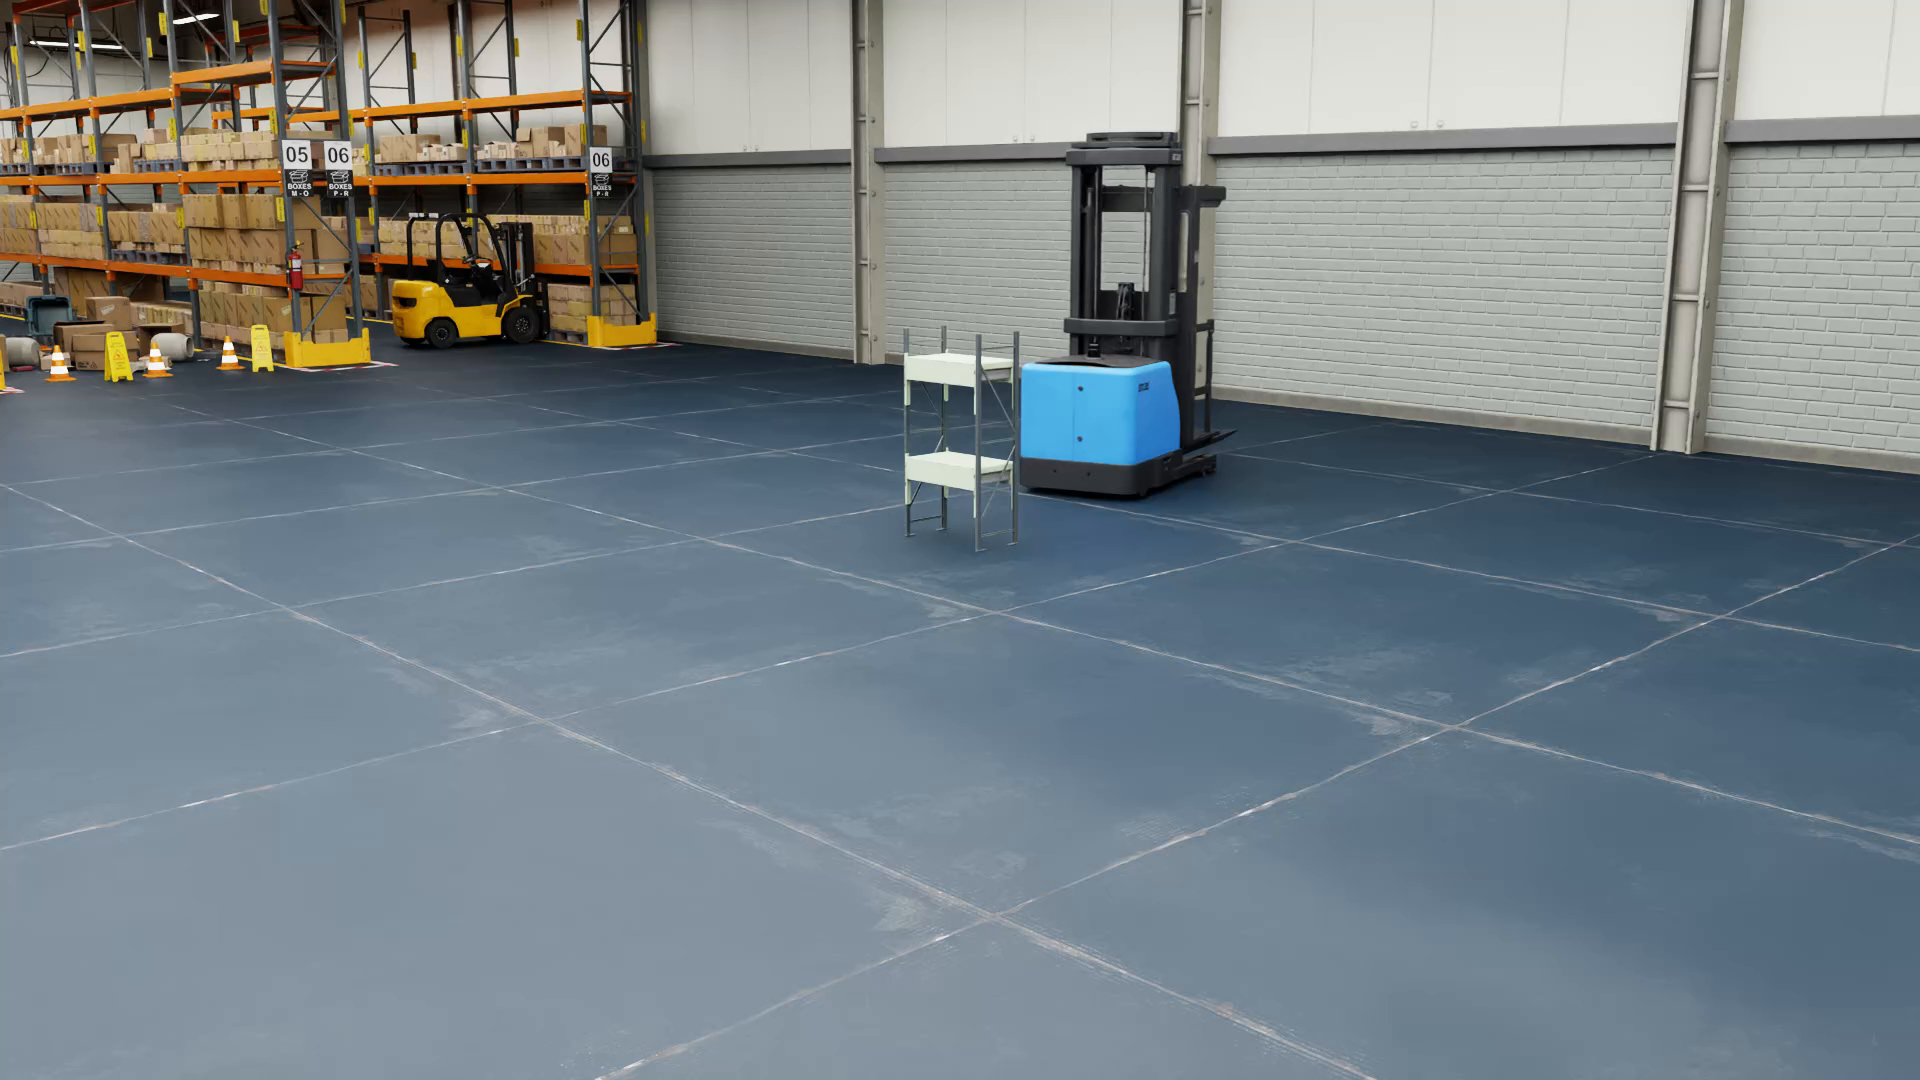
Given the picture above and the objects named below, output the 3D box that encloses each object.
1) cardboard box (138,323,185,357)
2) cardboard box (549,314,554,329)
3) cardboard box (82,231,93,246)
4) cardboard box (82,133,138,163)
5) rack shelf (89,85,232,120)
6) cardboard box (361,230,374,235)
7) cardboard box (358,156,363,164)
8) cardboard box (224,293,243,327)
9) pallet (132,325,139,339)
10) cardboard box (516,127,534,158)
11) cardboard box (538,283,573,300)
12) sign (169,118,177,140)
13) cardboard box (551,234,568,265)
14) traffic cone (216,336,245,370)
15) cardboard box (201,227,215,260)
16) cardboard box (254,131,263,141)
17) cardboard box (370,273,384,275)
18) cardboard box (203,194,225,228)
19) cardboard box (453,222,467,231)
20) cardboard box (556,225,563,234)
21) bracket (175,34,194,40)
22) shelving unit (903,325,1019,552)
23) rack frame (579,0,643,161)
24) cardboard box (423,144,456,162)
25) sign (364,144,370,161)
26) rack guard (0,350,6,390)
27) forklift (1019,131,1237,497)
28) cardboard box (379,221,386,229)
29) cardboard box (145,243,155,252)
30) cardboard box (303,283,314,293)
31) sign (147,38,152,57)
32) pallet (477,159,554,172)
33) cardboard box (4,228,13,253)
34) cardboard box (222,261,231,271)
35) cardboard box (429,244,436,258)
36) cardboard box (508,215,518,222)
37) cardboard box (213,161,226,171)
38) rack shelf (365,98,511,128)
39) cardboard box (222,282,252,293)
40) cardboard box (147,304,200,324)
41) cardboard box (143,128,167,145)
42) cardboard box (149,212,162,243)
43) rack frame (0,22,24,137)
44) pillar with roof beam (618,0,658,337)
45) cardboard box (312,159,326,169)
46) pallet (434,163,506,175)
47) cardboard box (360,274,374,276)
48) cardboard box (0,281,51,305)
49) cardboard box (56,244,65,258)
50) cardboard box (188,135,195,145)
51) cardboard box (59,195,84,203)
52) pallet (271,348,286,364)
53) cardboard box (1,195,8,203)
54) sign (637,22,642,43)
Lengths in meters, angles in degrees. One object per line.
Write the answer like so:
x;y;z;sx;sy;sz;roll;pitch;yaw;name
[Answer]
-12.240;-3.061;25.526;0.500;0.500;0.500;-1;12;-4;cardboard box
-6.875;-3.771;28.553;0.500;0.250;0.500;-11;16;-42;cardboard box
-15.633;-5.495;30.283;0.500;0.250;0.500;11;16;44;cardboard box
-15.128;-6.974;29.596;0.637;0.503;0.797;11;16;42;cardboard box
-13.377;-7.312;27.877;1.077;0.370;4.000;-11;16;-43;rack shelf
-12.134;-6.148;33.648;0.500;0.250;0.500;11;16;42;cardboard box
-11.755;-7.556;33.104;0.250;0.149;0.380;11;16;44;cardboard box
-11.049;-3.581;25.772;0.500;0.500;0.500;-10;15;-40;cardboard box
-14.220;-3.734;29.513;1.003;0.211;1.213;-11;16;-43;pallet
-7.140;-6.798;28.496;0.797;0.503;0.637;-10;15;-41;cardboard box
-6.902;-4.257;28.437;0.500;0.250;0.500;-11;16;-42;cardboard box
-12.395;-6.468;26.180;0.100;0.325;0.005;-11;16;-43;sign
-6.528;-4.900;28.014;0.500;0.500;0.500;-10;15;-41;cardboard box
-10.464;-2.687;23.808;0.336;0.463;0.334;-11;16;-43;traffic cone
-11.530;-4.652;26.073;0.500;0.500;0.500;-11;16;-43;cardboard box
-10.021;-5.869;24.179;0.380;0.149;0.250;-11;16;-43;cardboard box
-12.035;-5.477;34.607;0.380;0.149;0.250;-11;16;-44;cardboard box
-11.185;-5.066;25.603;0.700;0.500;0.500;-11;16;-44;cardboard box
-9.127;-5.786;30.709;0.380;0.149;0.250;-11;16;-43;cardboard box
-6.584;-5.234;28.029;0.380;0.149;0.250;-11;16;-43;cardboard box
-20.379;-12.713;42.398;0.076;0.066;5.218;-11;16;-43;bracket
0.005;-0.734;11.755;0.431;1.500;0.755;-11;16;-43;shelving unit
-5.646;-7.677;26.874;1.000;3.000;0.127;-11;16;-43;rack frame
-9.615;-7.187;30.858;0.500;0.311;0.500;11;16;43;cardboard box
-11.565;-7.553;32.426;0.100;0.325;0.005;-11;16;-43;sign
-12.727;-2.114;20.935;1.175;0.500;0.348;-11;16;-43;rack guard
1.633;-2.037;14.533;1.130;2.935;3.031;6;13;28;forklift
-11.164;-6.186;32.646;0.380;0.149;0.250;-10;15;-41;cardboard box
-13.587;-4.981;28.236;0.380;0.149;0.250;-10;15;-41;cardboard box
-13.762;-5.370;35.695;0.500;0.500;0.500;-10;15;-40;cardboard box
-14.373;-8.726;29.453;0.100;0.325;0.005;-11;16;-43;sign
-7.801;-6.628;29.433;1.003;0.211;1.213;-11;16;-43;pallet
-19.094;-6.103;33.854;0.500;0.500;0.500;-10;15;-41;cardboard box
-11.134;-4.229;25.626;0.380;0.149;0.250;-11;16;-42;cardboard box
-9.618;-5.436;31.233;0.500;0.250;0.500;-11;16;-42;cardboard box
-7.672;-5.600;29.065;0.380;0.149;0.250;-11;16;-43;cardboard box
-11.131;-5.697;25.316;0.380;0.149;0.250;-11;16;-44;cardboard box
-9.790;-8.005;31.237;1.077;0.370;4.000;-11;16;-43;rack shelf
-11.197;-3.910;25.766;0.380;0.149;0.250;-10;15;-39;cardboard box
-13.340;-3.831;28.544;0.950;0.372;0.625;-10;15;-41;cardboard box
-13.209;-6.689;27.605;0.500;0.250;0.500;-11;16;-42;cardboard box
-13.176;-5.215;27.763;0.500;0.500;0.500;-10;15;-41;cardboard box
-20.283;-9.320;34.848;1.000;3.000;0.127;-11;16;-43;rack frame
-8.589;-7.305;25.065;9.100;9.000;0.400;-11;16;-43;pillar with roof beam
-9.228;-5.486;24.297;0.380;0.149;0.250;-11;16;-42;cardboard box
-9.027;-6.825;30.646;1.217;0.209;0.805;11;16;43;pallet
-12.056;-5.322;33.858;0.250;0.149;0.380;11;16;43;cardboard box
-19.755;-5.250;35.270;0.875;0.438;0.875;11;16;43;cardboard box
-16.707;-5.471;31.406;0.500;0.250;0.500;-11;16;-43;cardboard box
-11.814;-6.242;25.987;0.380;0.149;0.250;-10;15;-41;cardboard box
-17.551;-6.737;32.843;0.380;0.149;0.250;-11;16;-43;cardboard box
-9.822;-2.815;25.054;1.003;0.211;1.213;-11;16;-43;pallet
-19.198;-6.916;33.711;0.250;0.149;0.380;11;16;44;cardboard box
-5.241;-8.289;27.135;0.100;0.325;0.005;-11;16;-43;sign
